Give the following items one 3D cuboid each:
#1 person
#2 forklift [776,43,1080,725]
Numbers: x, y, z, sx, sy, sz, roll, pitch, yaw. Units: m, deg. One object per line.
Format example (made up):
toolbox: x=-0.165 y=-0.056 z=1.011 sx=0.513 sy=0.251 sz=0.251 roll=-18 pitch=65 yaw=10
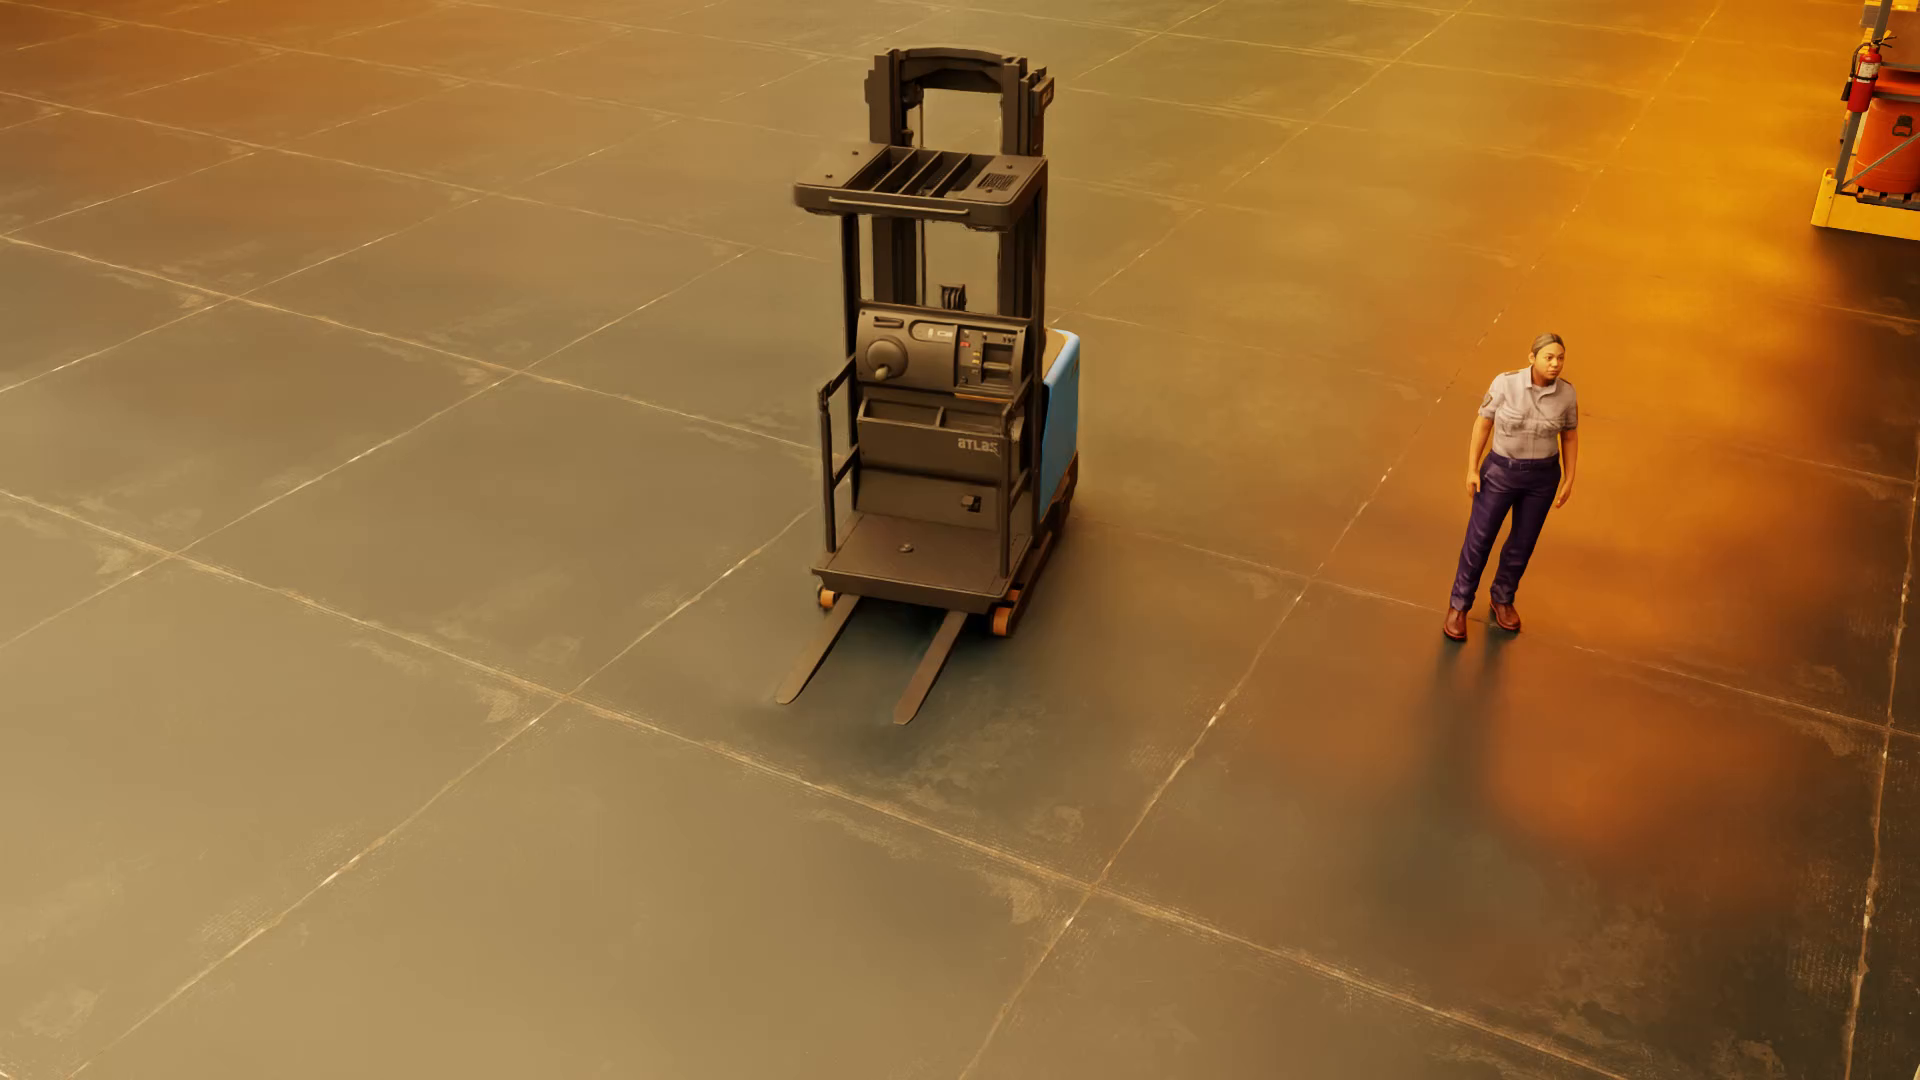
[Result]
person: x=2.965 y=-0.279 z=8.824 sx=0.596 sy=1.650 sz=0.504 roll=3 pitch=30 yaw=5
forklift: x=-0.163 y=-0.959 z=8.732 sx=1.130 sy=2.935 sz=3.031 roll=8 pitch=31 yaw=14
